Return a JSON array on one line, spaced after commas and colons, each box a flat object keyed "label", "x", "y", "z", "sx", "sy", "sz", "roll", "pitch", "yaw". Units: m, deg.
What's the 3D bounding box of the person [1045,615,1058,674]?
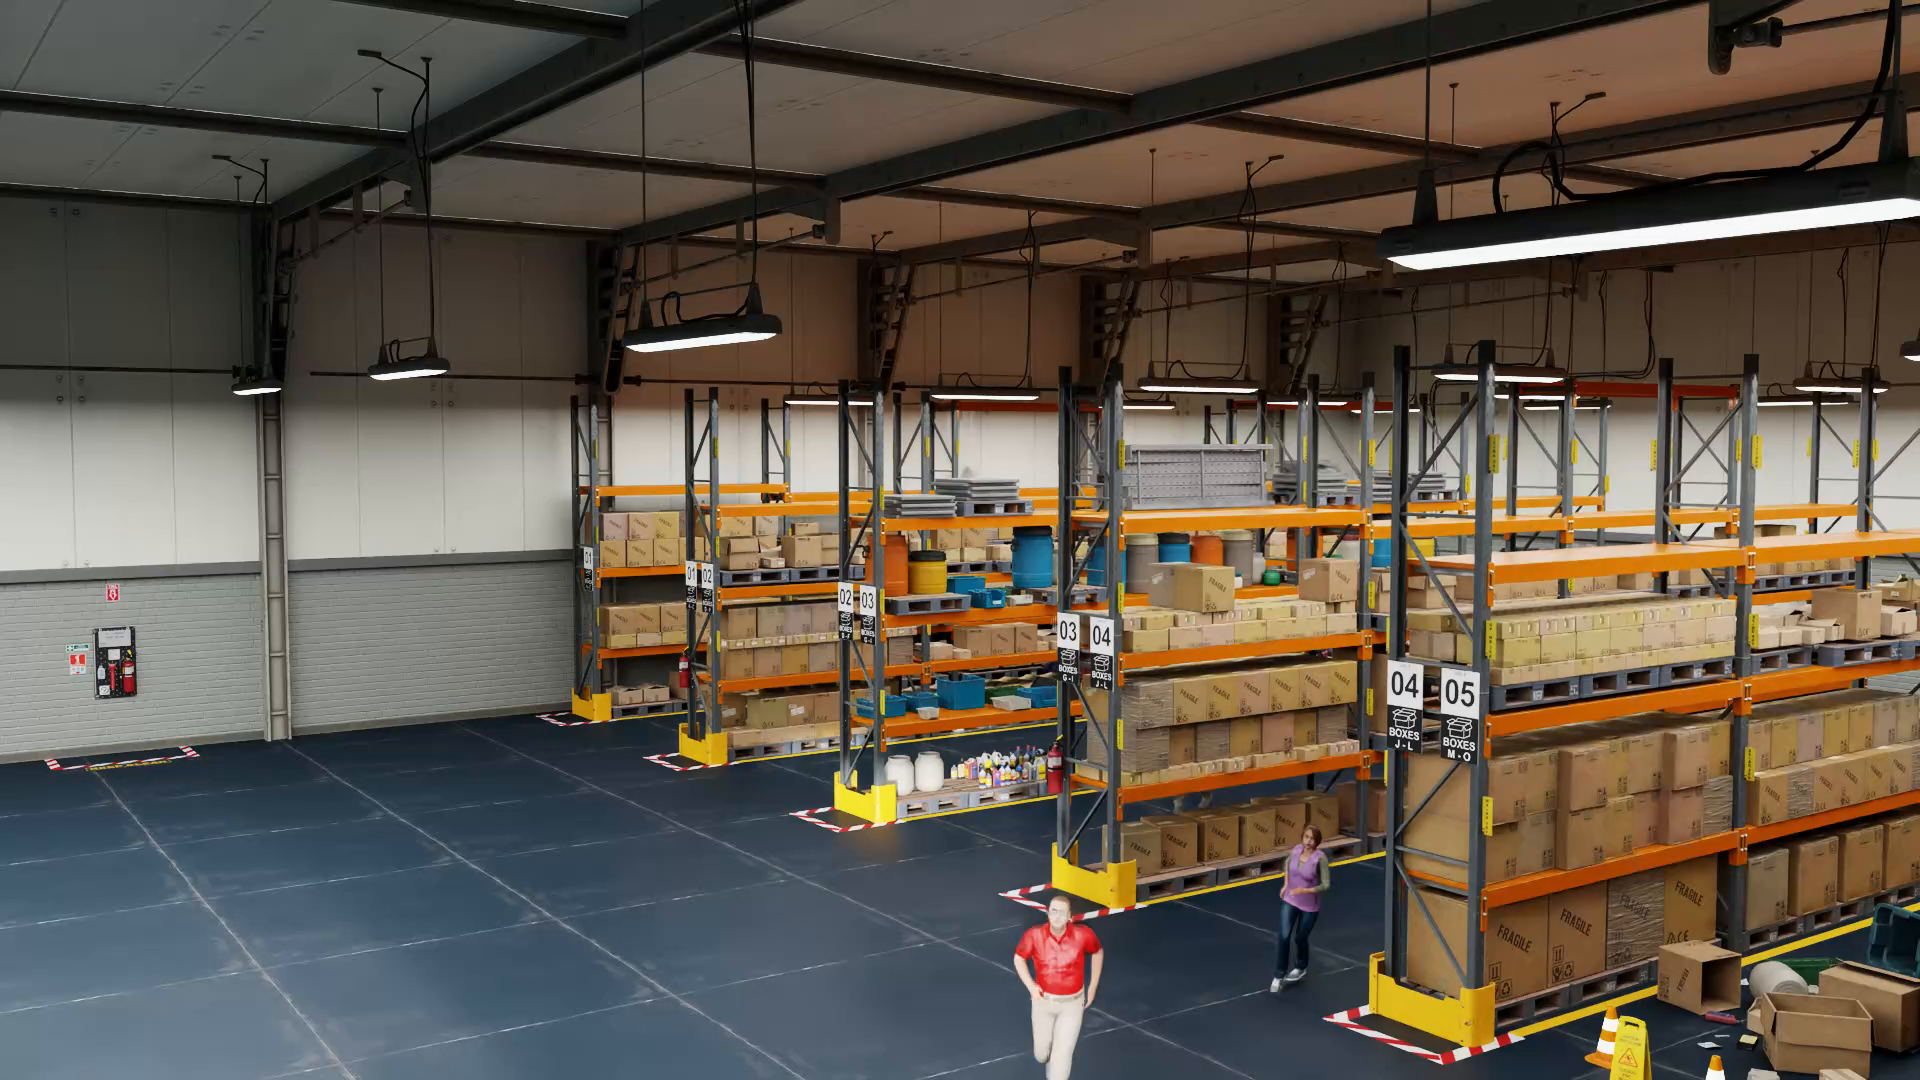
[{"label": "person", "x": 2.059, "y": 2.309, "z": 34.228, "sx": 0.742, "sy": 1.618, "sz": 0.618, "roll": -2, "pitch": 4, "yaw": -33}]

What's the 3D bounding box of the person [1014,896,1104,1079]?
[{"label": "person", "x": 0.753, "y": 3.555, "z": 12.755, "sx": 0.686, "sy": 1.723, "sz": 0.933, "roll": 0, "pitch": 3, "yaw": 8}]

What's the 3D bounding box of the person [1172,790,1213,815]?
[{"label": "person", "x": 3.237, "y": 2.920, "z": 22.848, "sx": 0.635, "sy": 1.820, "sz": 0.814, "roll": 3, "pitch": 4, "yaw": 40}]

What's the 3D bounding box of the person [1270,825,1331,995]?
[{"label": "person", "x": 3.222, "y": 3.446, "z": 15.561, "sx": 0.535, "sy": 1.616, "sz": 0.642, "roll": 2, "pitch": 4, "yaw": 28}]
